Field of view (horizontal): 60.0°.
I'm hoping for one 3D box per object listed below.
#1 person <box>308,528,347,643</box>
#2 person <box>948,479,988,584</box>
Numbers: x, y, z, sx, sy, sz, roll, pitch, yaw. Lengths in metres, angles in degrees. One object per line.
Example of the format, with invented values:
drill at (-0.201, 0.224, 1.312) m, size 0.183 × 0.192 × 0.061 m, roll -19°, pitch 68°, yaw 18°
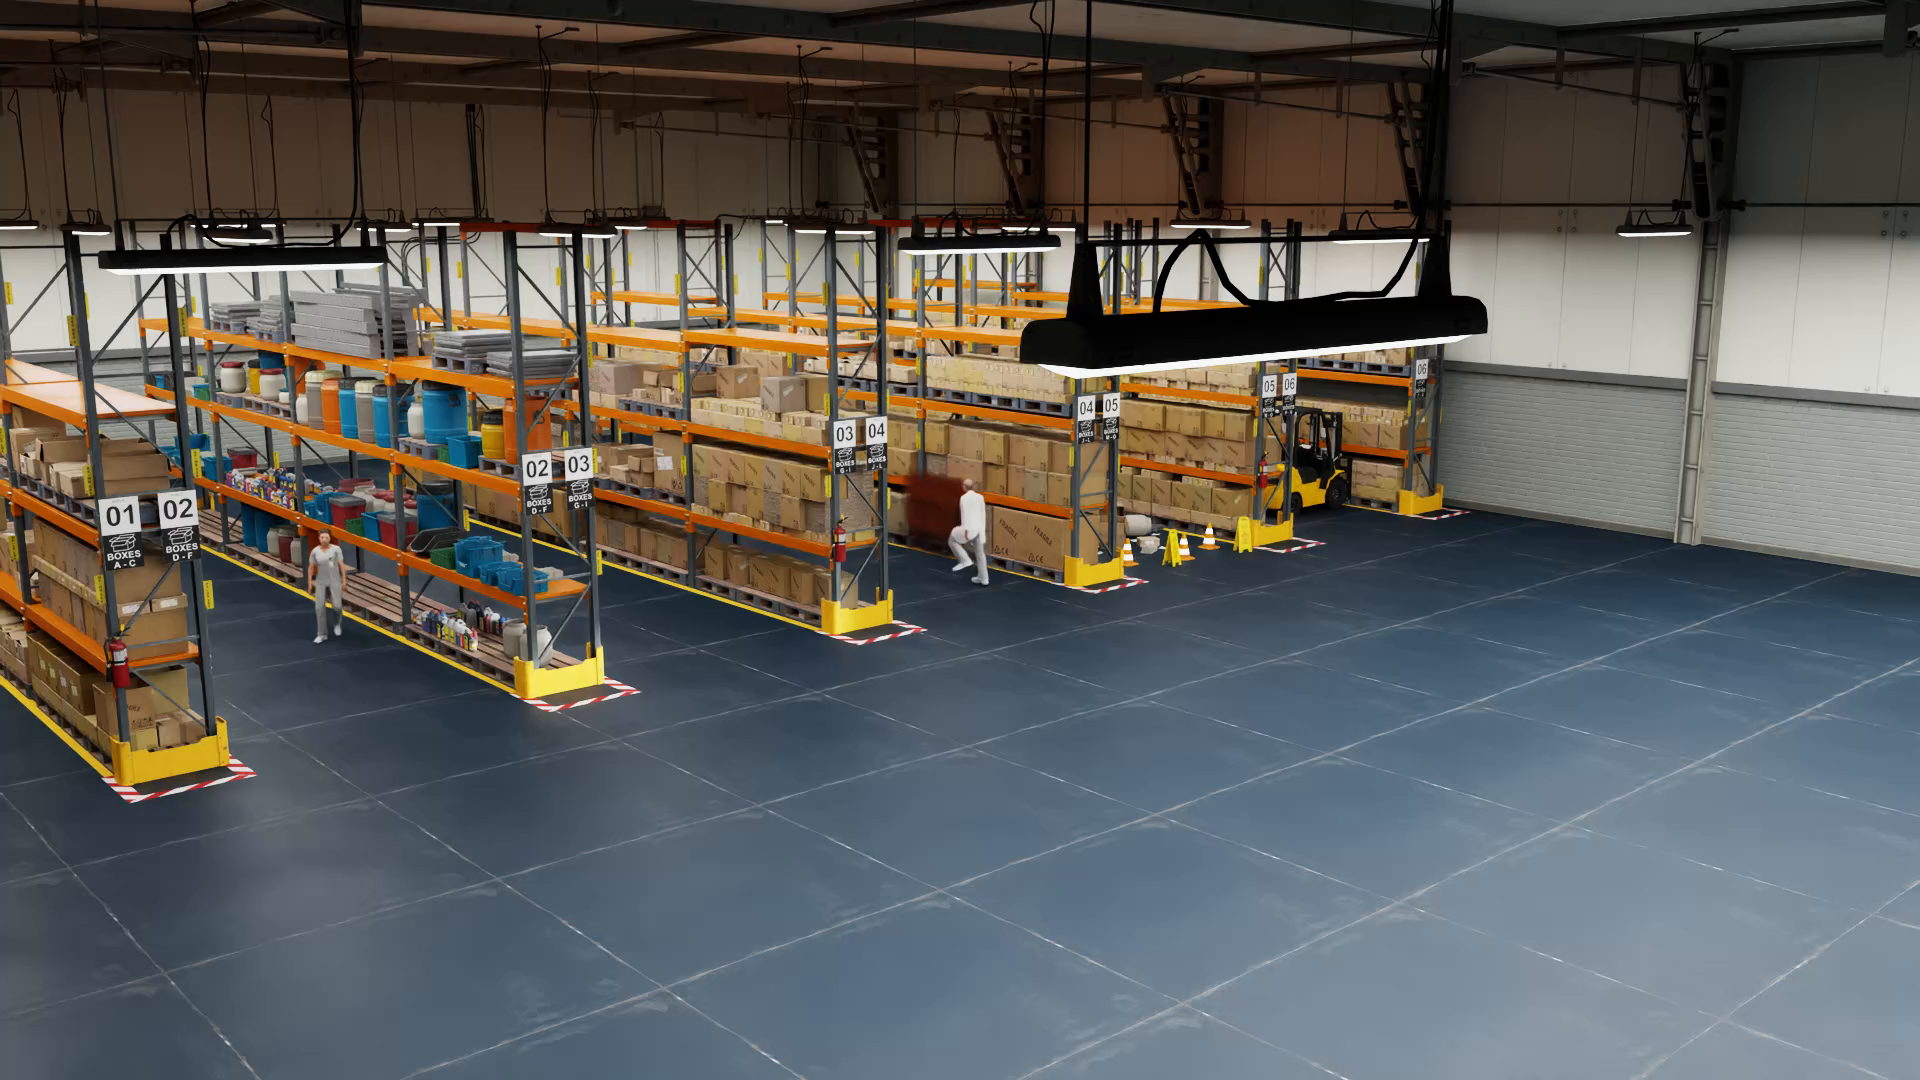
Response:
person at (-9.286, 0.646, 24.412) m, size 0.525 × 1.669 × 0.554 m, roll -2°, pitch 12°, yaw -9°
person at (0.195, -0.151, 28.092) m, size 0.743 × 1.744 × 0.630 m, roll 11°, pitch 16°, yaw 43°
